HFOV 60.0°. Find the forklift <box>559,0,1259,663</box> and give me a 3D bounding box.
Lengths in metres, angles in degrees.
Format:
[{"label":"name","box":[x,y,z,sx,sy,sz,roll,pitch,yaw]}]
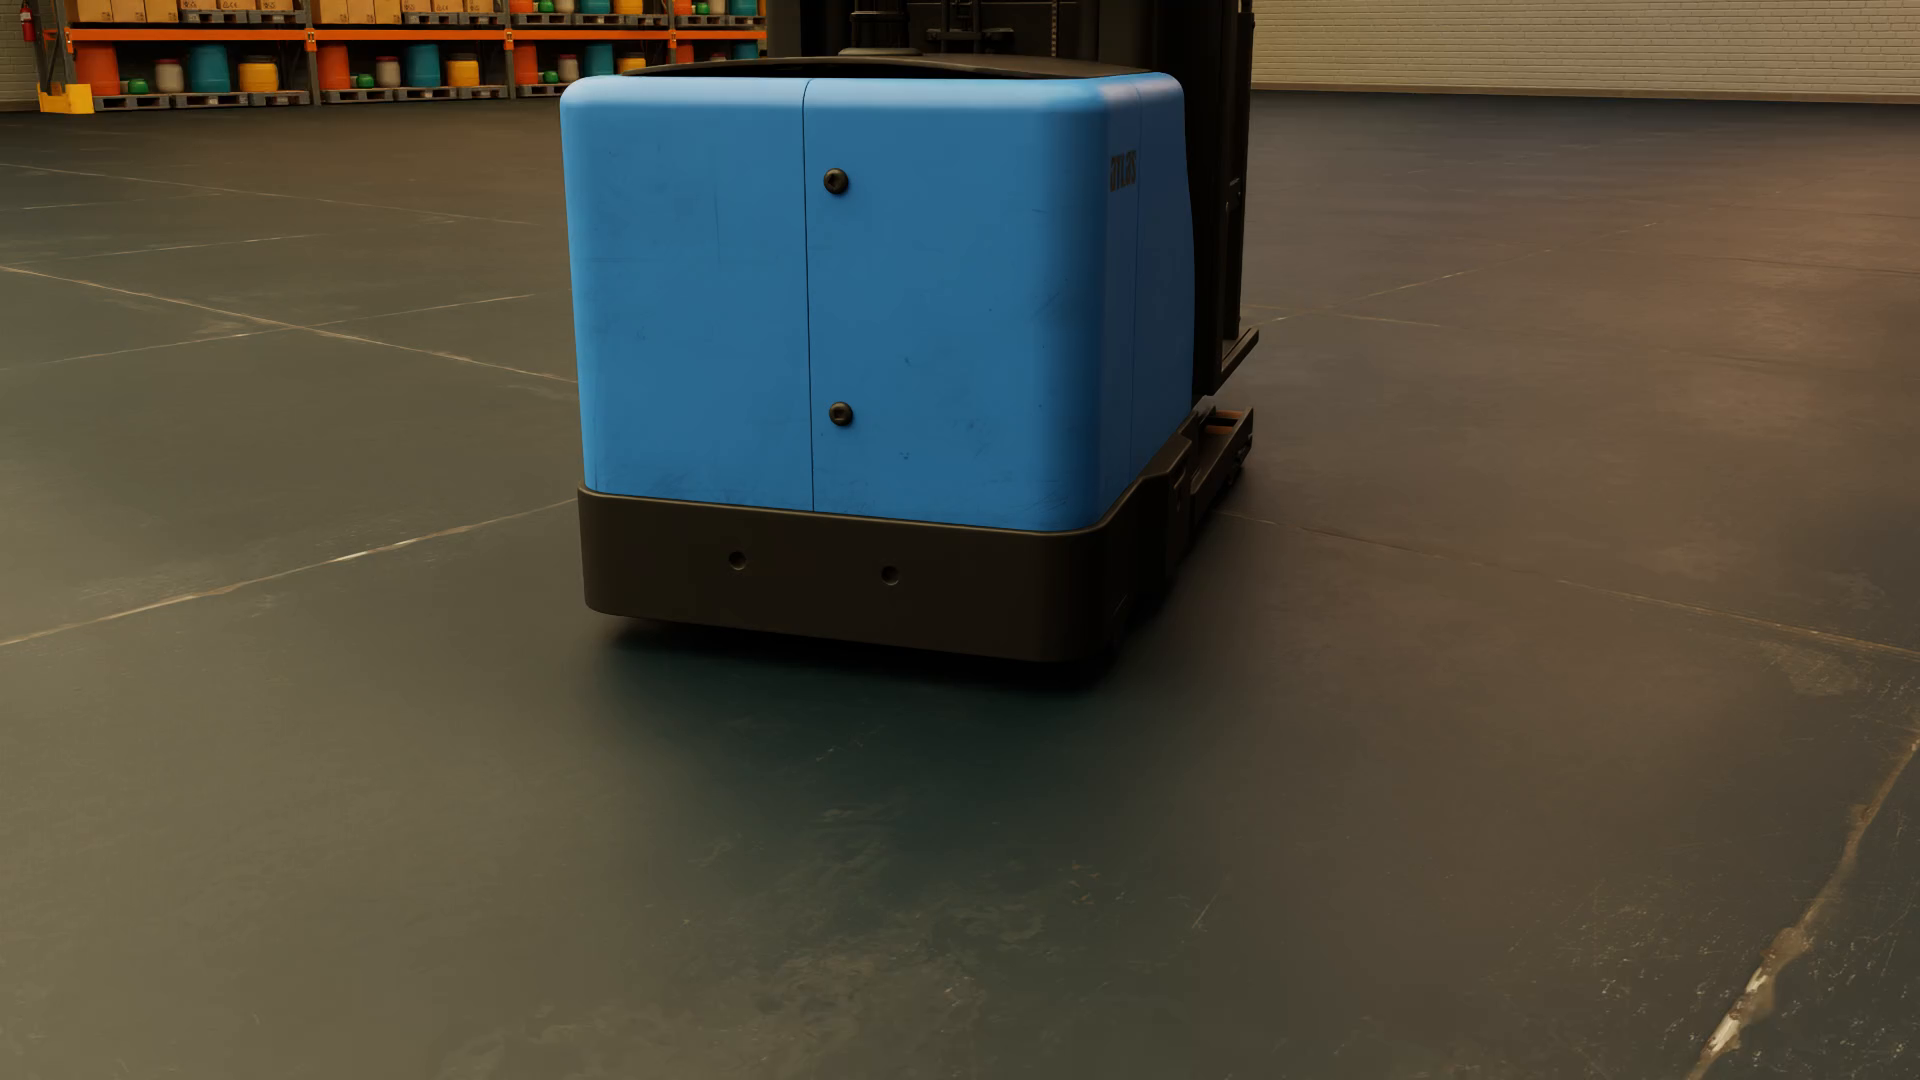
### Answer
[{"label":"forklift","box":[0.182,-1.571,4.072,1.130,2.935,3.031,5,18,17]}]
